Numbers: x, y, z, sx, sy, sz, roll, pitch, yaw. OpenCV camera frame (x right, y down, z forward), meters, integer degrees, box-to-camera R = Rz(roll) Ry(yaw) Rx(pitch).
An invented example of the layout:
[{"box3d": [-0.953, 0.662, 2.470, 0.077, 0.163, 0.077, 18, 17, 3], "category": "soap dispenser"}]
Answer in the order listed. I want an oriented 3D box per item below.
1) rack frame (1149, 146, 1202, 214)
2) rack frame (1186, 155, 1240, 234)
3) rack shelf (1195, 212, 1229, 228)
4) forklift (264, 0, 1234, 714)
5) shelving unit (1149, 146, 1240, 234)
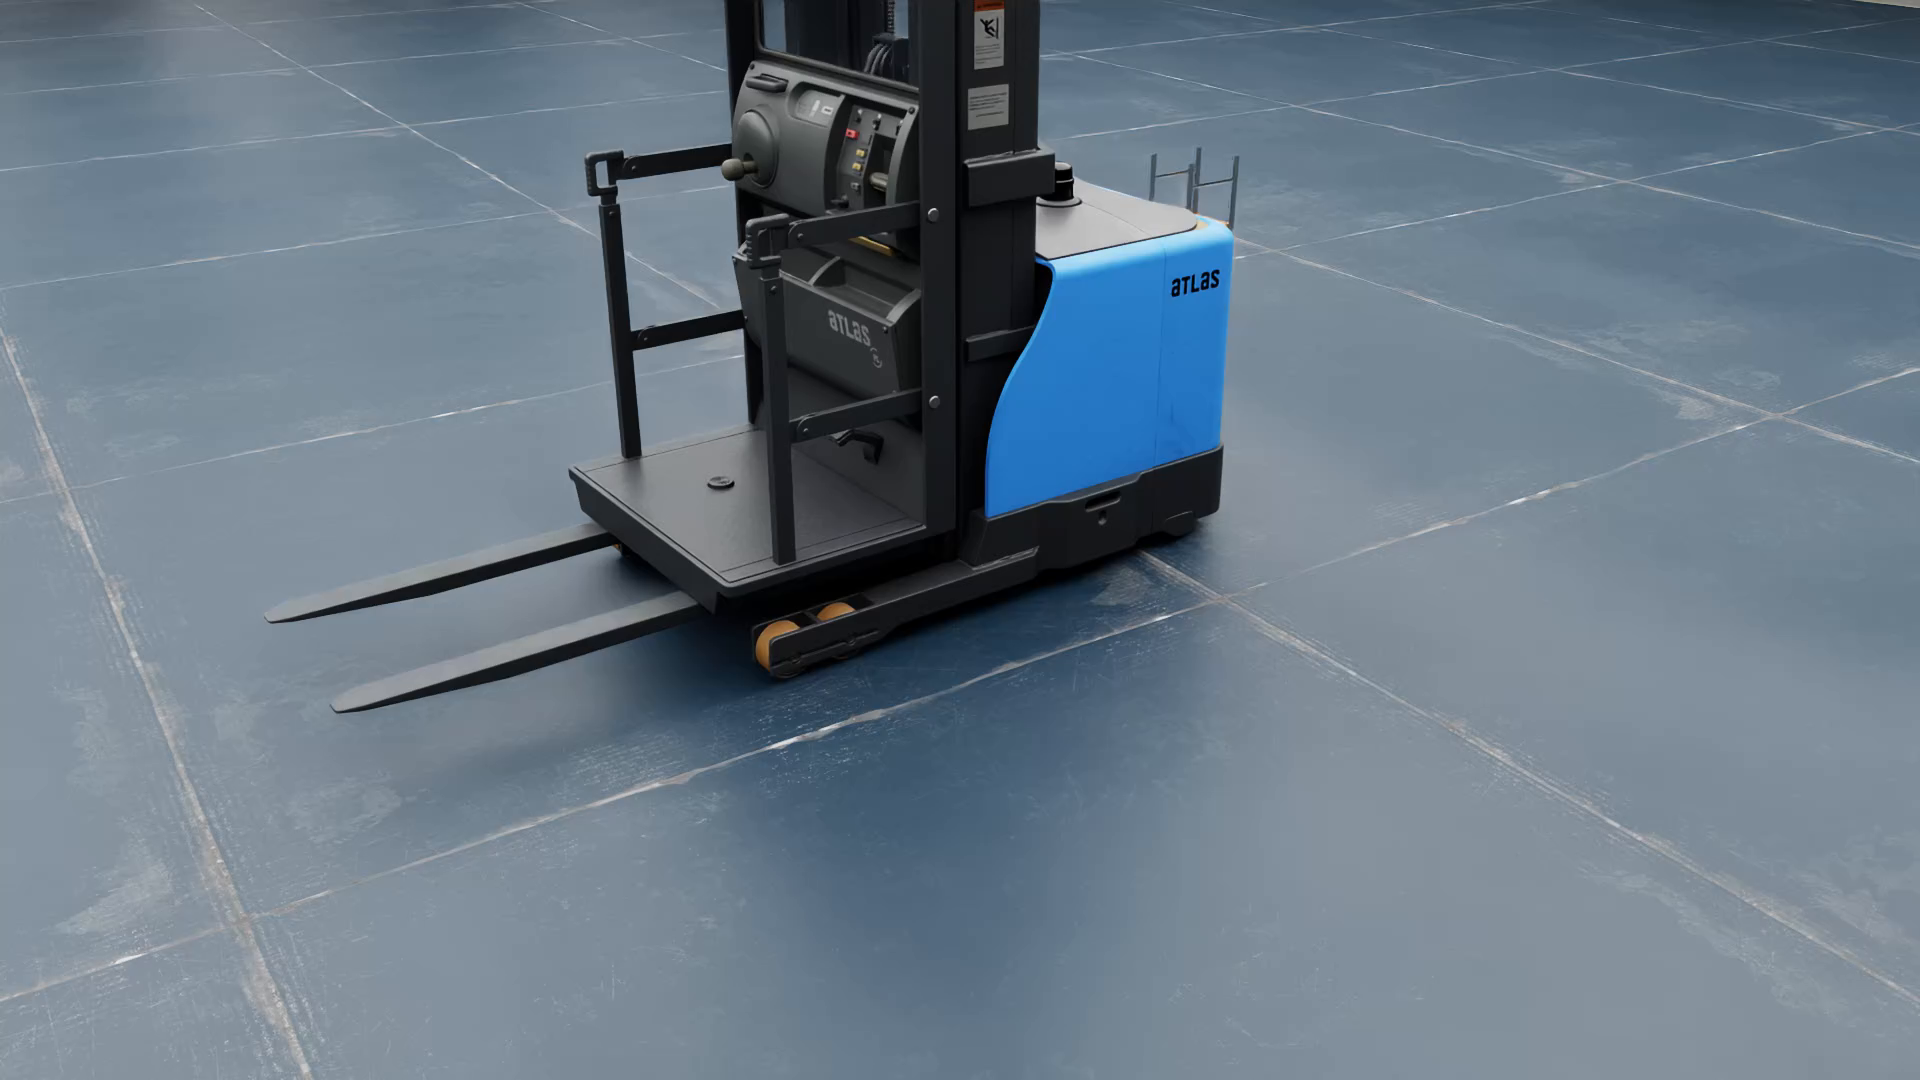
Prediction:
[{"box3d": [0.753, -0.820, 6.077, 0.240, 1.200, 0.006, -17, 30, -34], "category": "rack frame"}, {"box3d": [0.864, -0.758, 5.946, 0.240, 1.200, 0.006, -17, 30, -34], "category": "rack frame"}, {"box3d": [0.812, -1.076, 5.879, 0.258, 0.103, 0.180, -17, 30, -34], "category": "rack shelf"}, {"box3d": [-0.581, -1.175, 4.806, 3.031, 2.935, 1.130, -17, 30, -32], "category": "forklift"}, {"box3d": [0.808, -0.789, 6.012, 0.258, 1.200, 0.189, -17, 30, -34], "category": "shelving unit"}]
